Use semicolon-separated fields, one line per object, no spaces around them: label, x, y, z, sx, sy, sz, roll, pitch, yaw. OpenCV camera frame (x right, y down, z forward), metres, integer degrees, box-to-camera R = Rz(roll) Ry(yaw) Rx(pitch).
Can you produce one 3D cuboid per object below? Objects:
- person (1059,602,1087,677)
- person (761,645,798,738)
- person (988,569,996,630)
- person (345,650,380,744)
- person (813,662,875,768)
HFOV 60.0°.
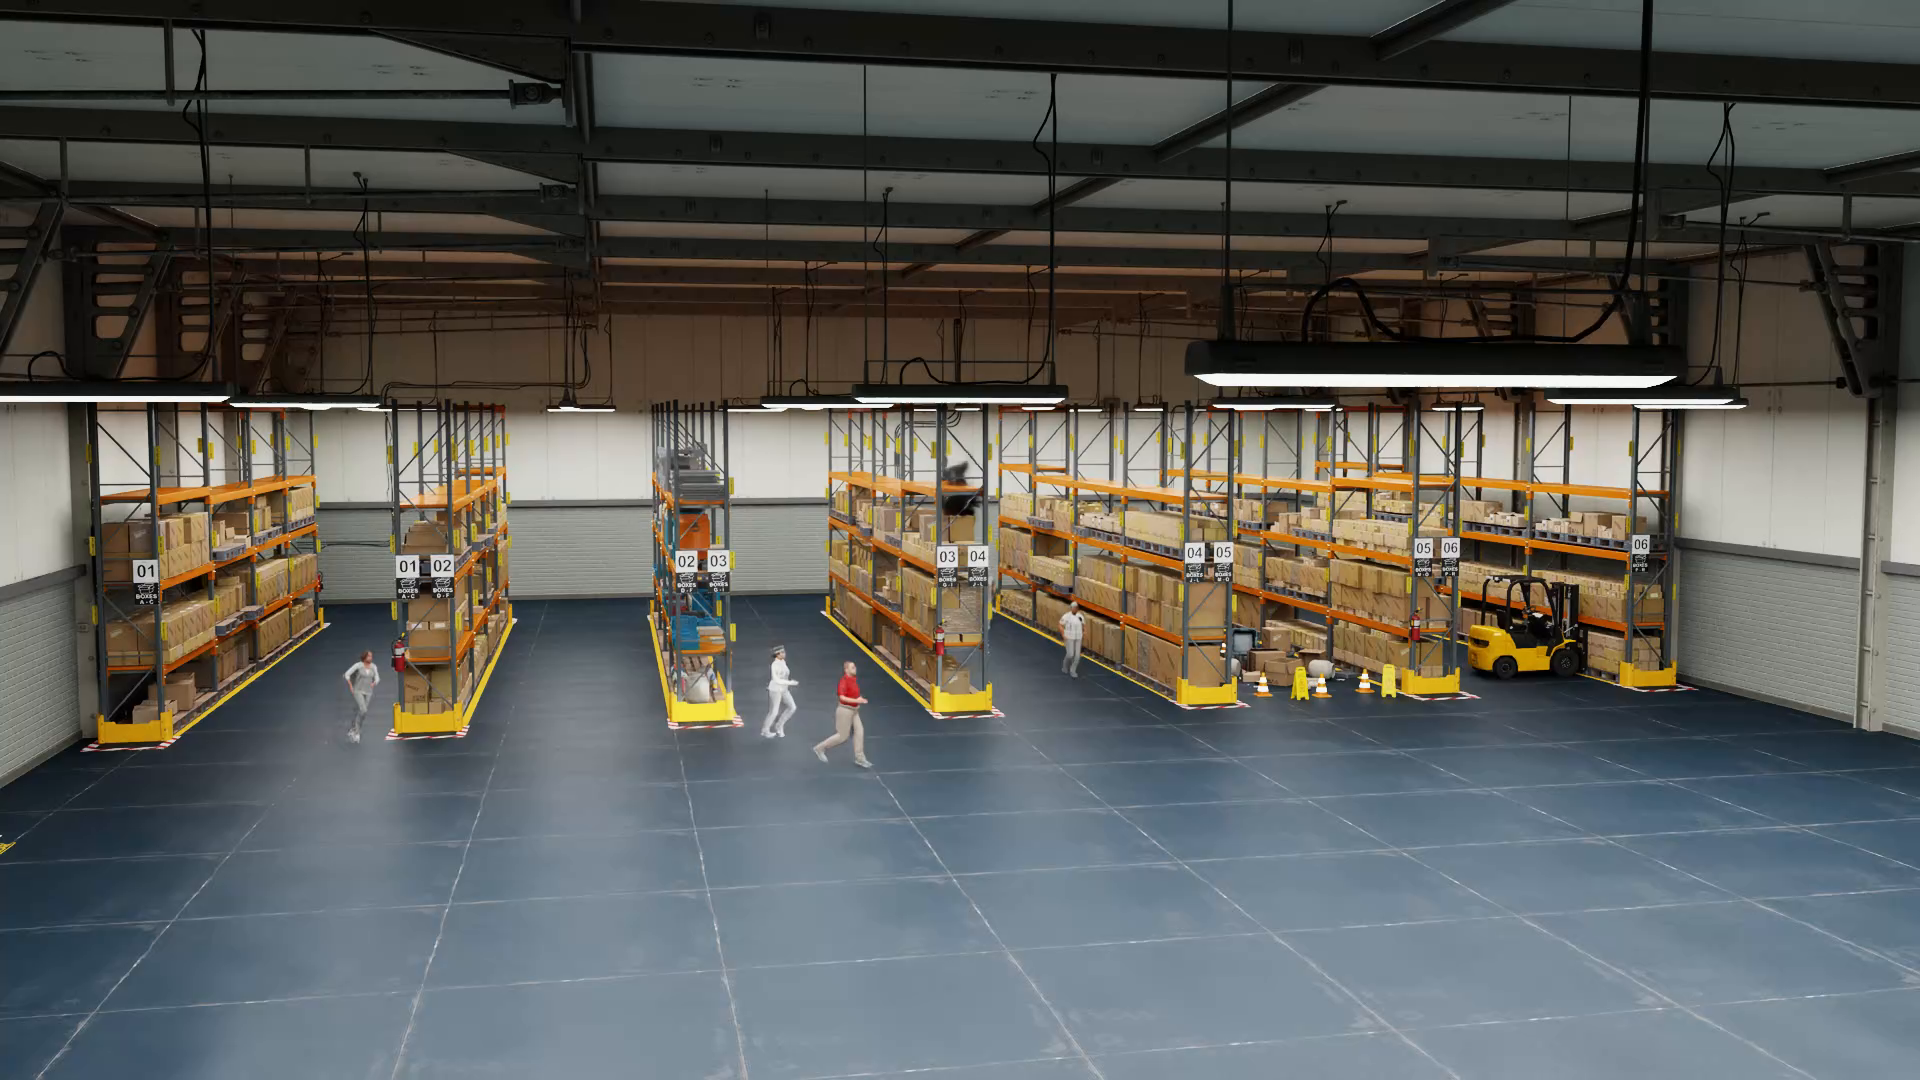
person;2.498;2.171;36.415;0.618;1.635;0.545;-1;4;-17
person;-3.173;2.671;29.335;0.739;1.671;0.578;1;5;19
person;0.695;1.551;44.578;0.554;1.637;0.801;-1;4;-14
person;-10.506;2.748;29.262;0.640;1.596;0.552;4;6;40
person;-1.871;2.835;27.010;0.969;1.742;0.672;1;4;12
